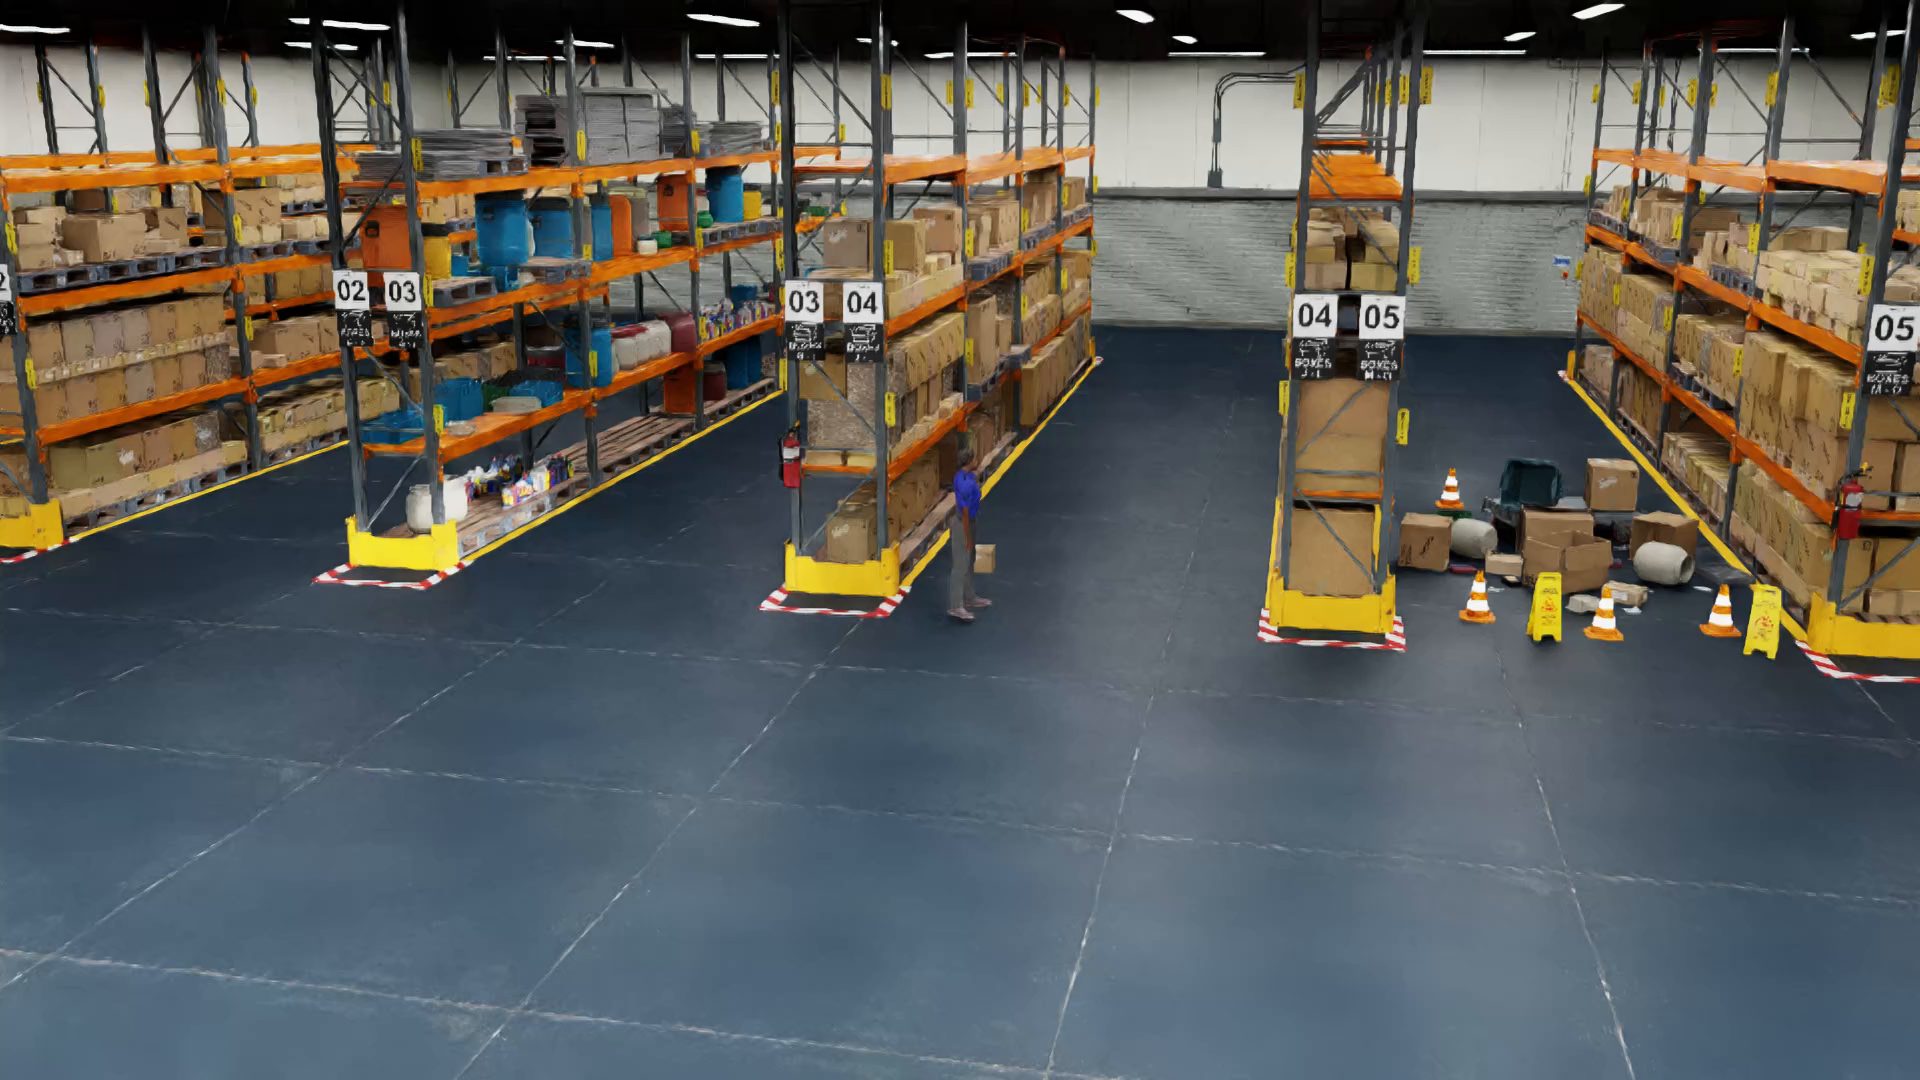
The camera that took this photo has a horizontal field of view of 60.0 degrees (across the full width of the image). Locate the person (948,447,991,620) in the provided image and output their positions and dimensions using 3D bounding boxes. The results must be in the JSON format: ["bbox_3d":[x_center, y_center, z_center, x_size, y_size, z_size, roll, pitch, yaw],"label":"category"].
[{"bbox_3d":[0.097,-0.091,16.268,0.437,1.666,0.532,-1,15,-2],"label":"person"}]
